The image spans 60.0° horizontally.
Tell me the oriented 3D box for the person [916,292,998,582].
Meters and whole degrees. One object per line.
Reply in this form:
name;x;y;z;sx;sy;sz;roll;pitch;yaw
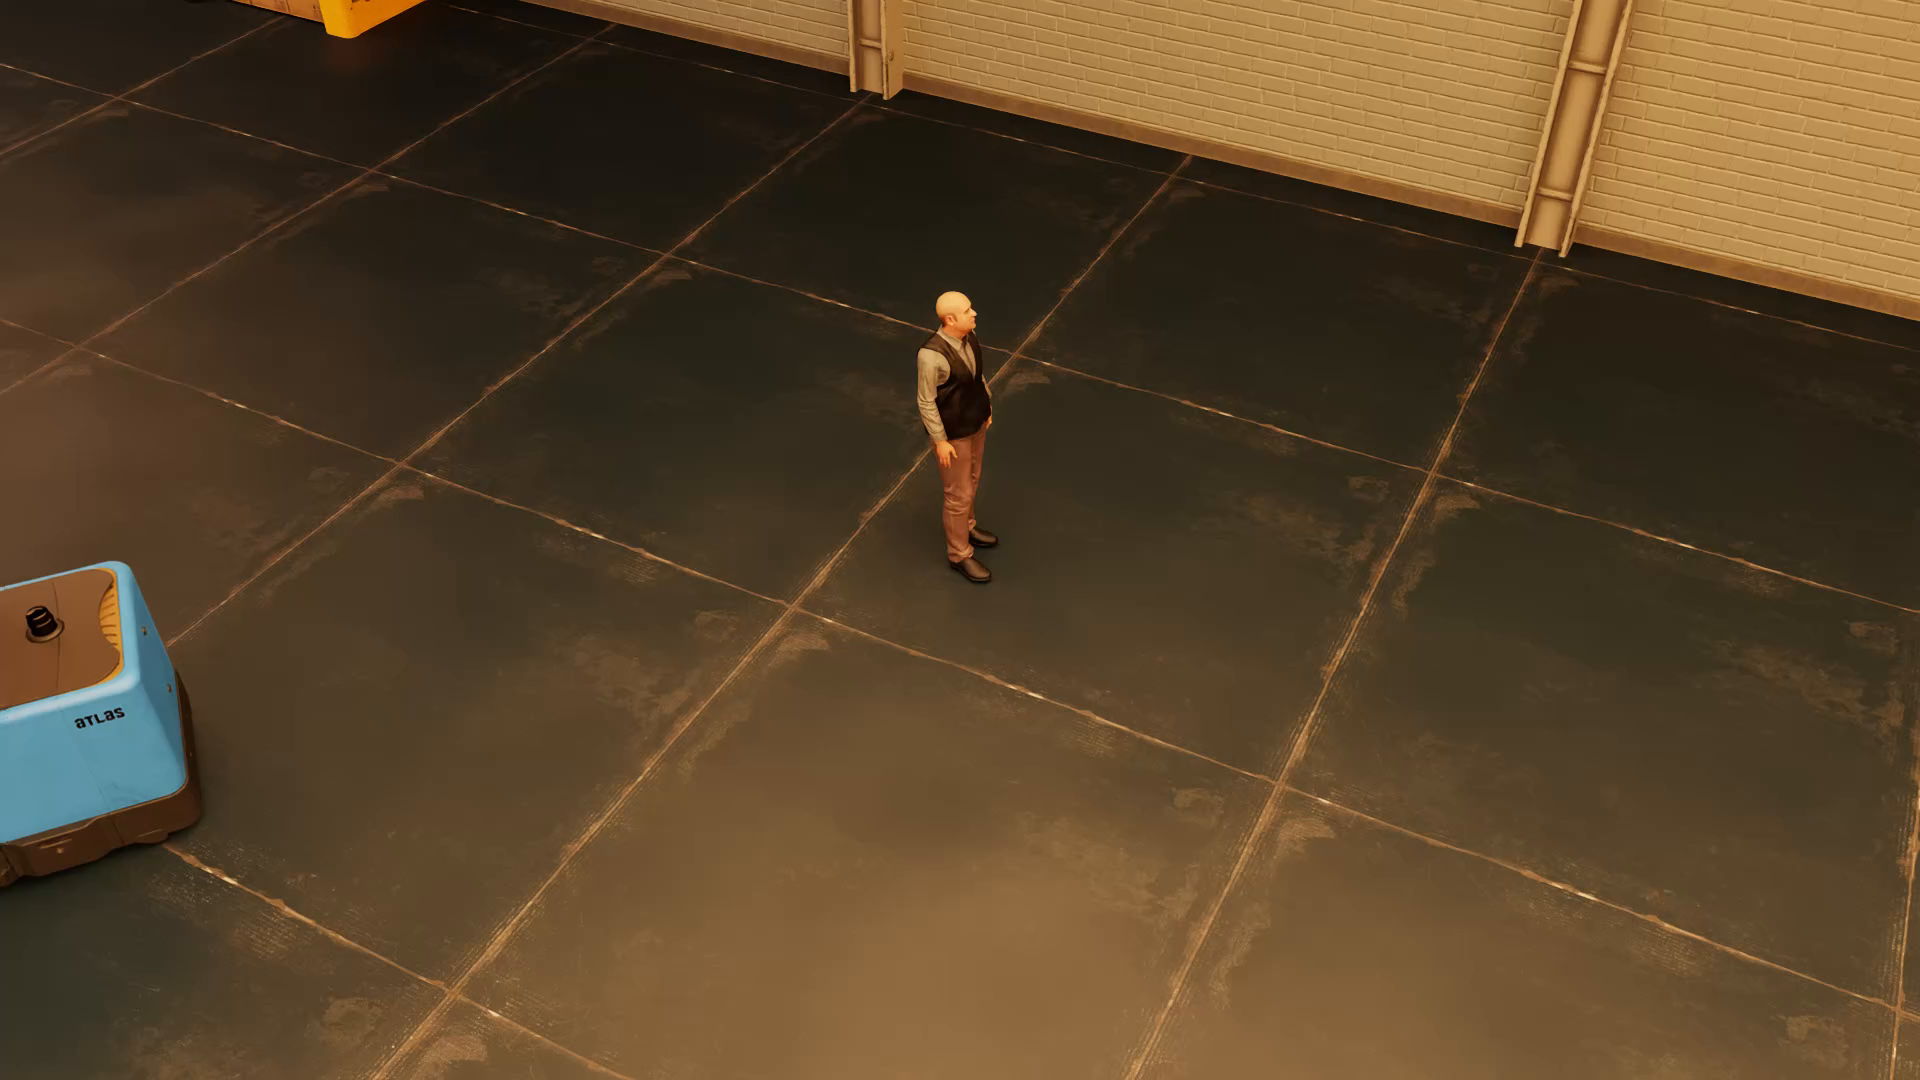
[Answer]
person;0.051;-0.641;9.675;0.568;1.720;0.632;18;43;21

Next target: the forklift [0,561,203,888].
forklift;-5.435;0.454;7.447;3.031;2.935;1.130;-16;43;-18
